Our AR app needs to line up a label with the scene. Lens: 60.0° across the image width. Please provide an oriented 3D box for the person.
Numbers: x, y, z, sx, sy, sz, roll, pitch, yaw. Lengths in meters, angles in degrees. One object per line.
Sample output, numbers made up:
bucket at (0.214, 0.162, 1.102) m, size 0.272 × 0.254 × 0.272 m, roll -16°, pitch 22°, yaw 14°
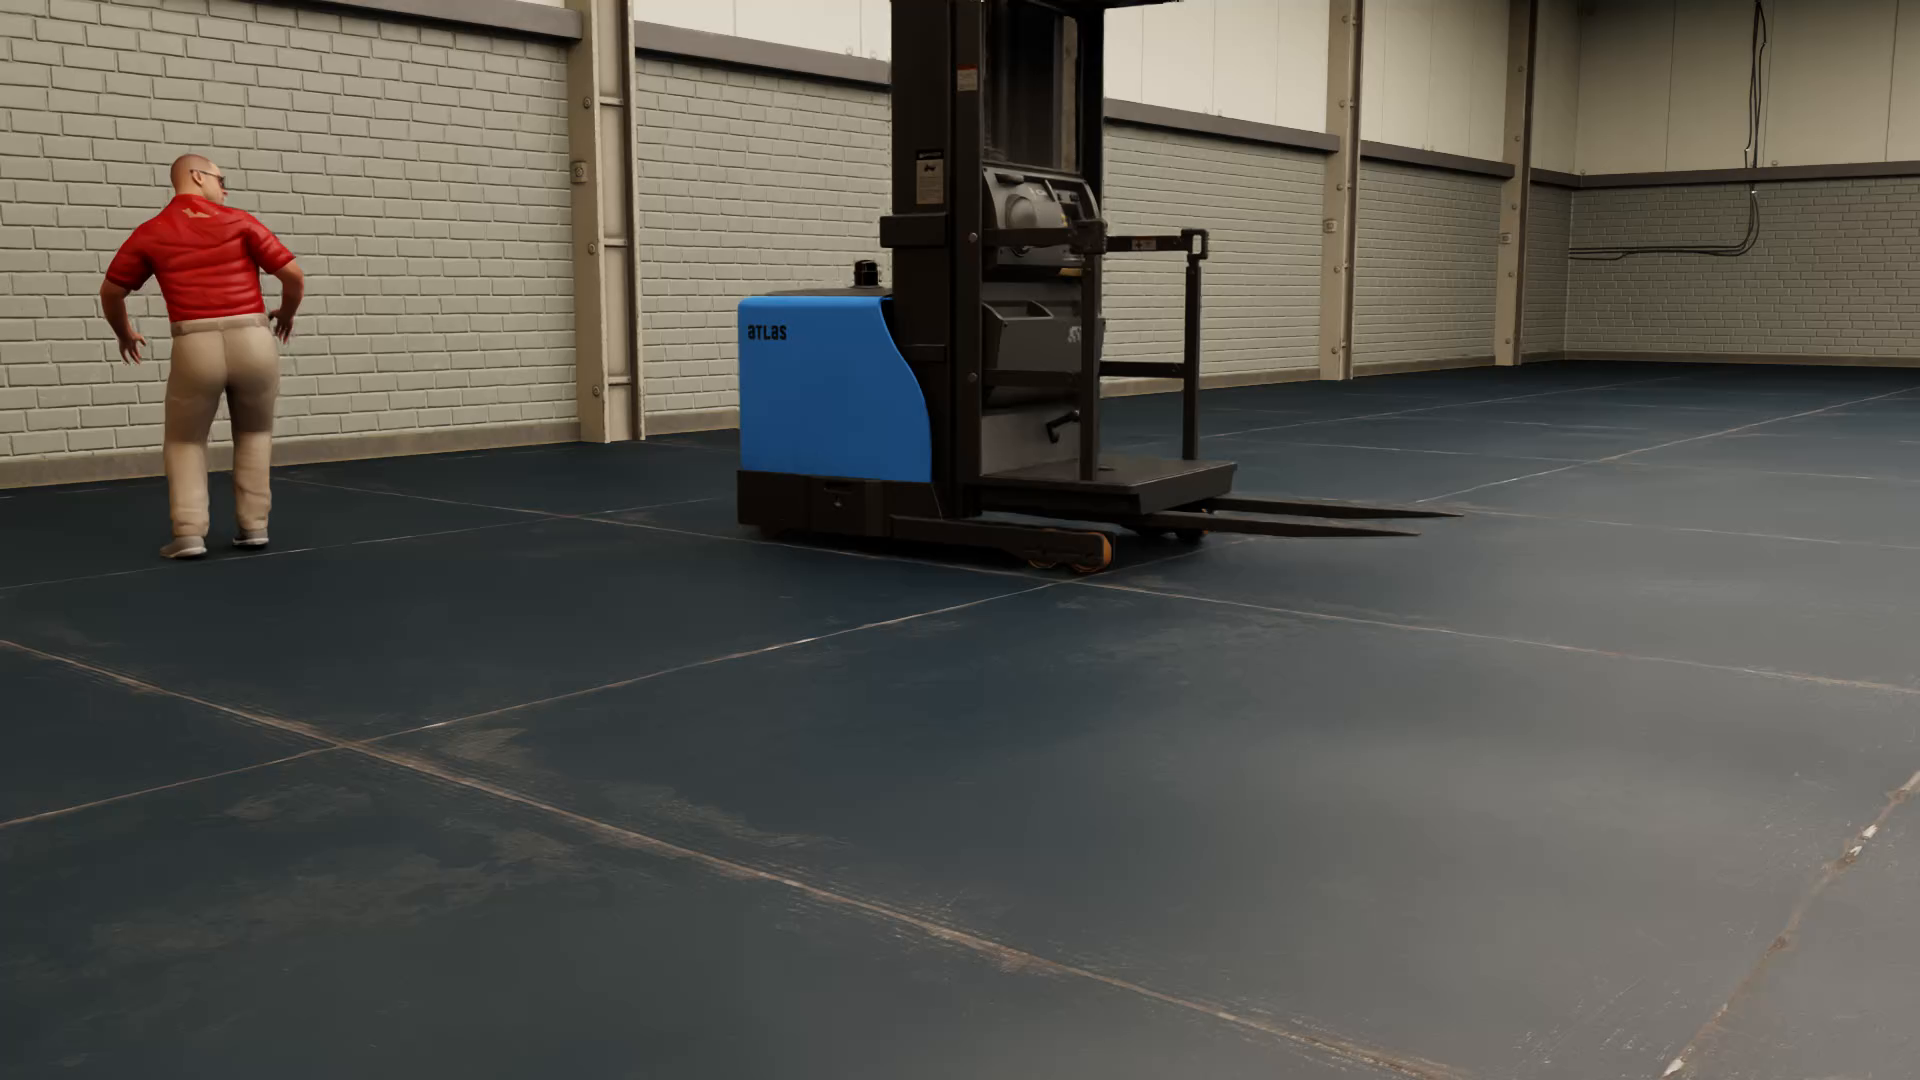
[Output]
person at (-3.164, -0.764, 7.000) m, size 0.775 × 1.684 × 0.604 m, roll -4°, pitch 9°, yaw -23°

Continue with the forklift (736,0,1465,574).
forklift at (0.529, -1.405, 6.887) m, size 3.031 × 2.935 × 1.130 m, roll 5°, pitch 10°, yaw 31°
